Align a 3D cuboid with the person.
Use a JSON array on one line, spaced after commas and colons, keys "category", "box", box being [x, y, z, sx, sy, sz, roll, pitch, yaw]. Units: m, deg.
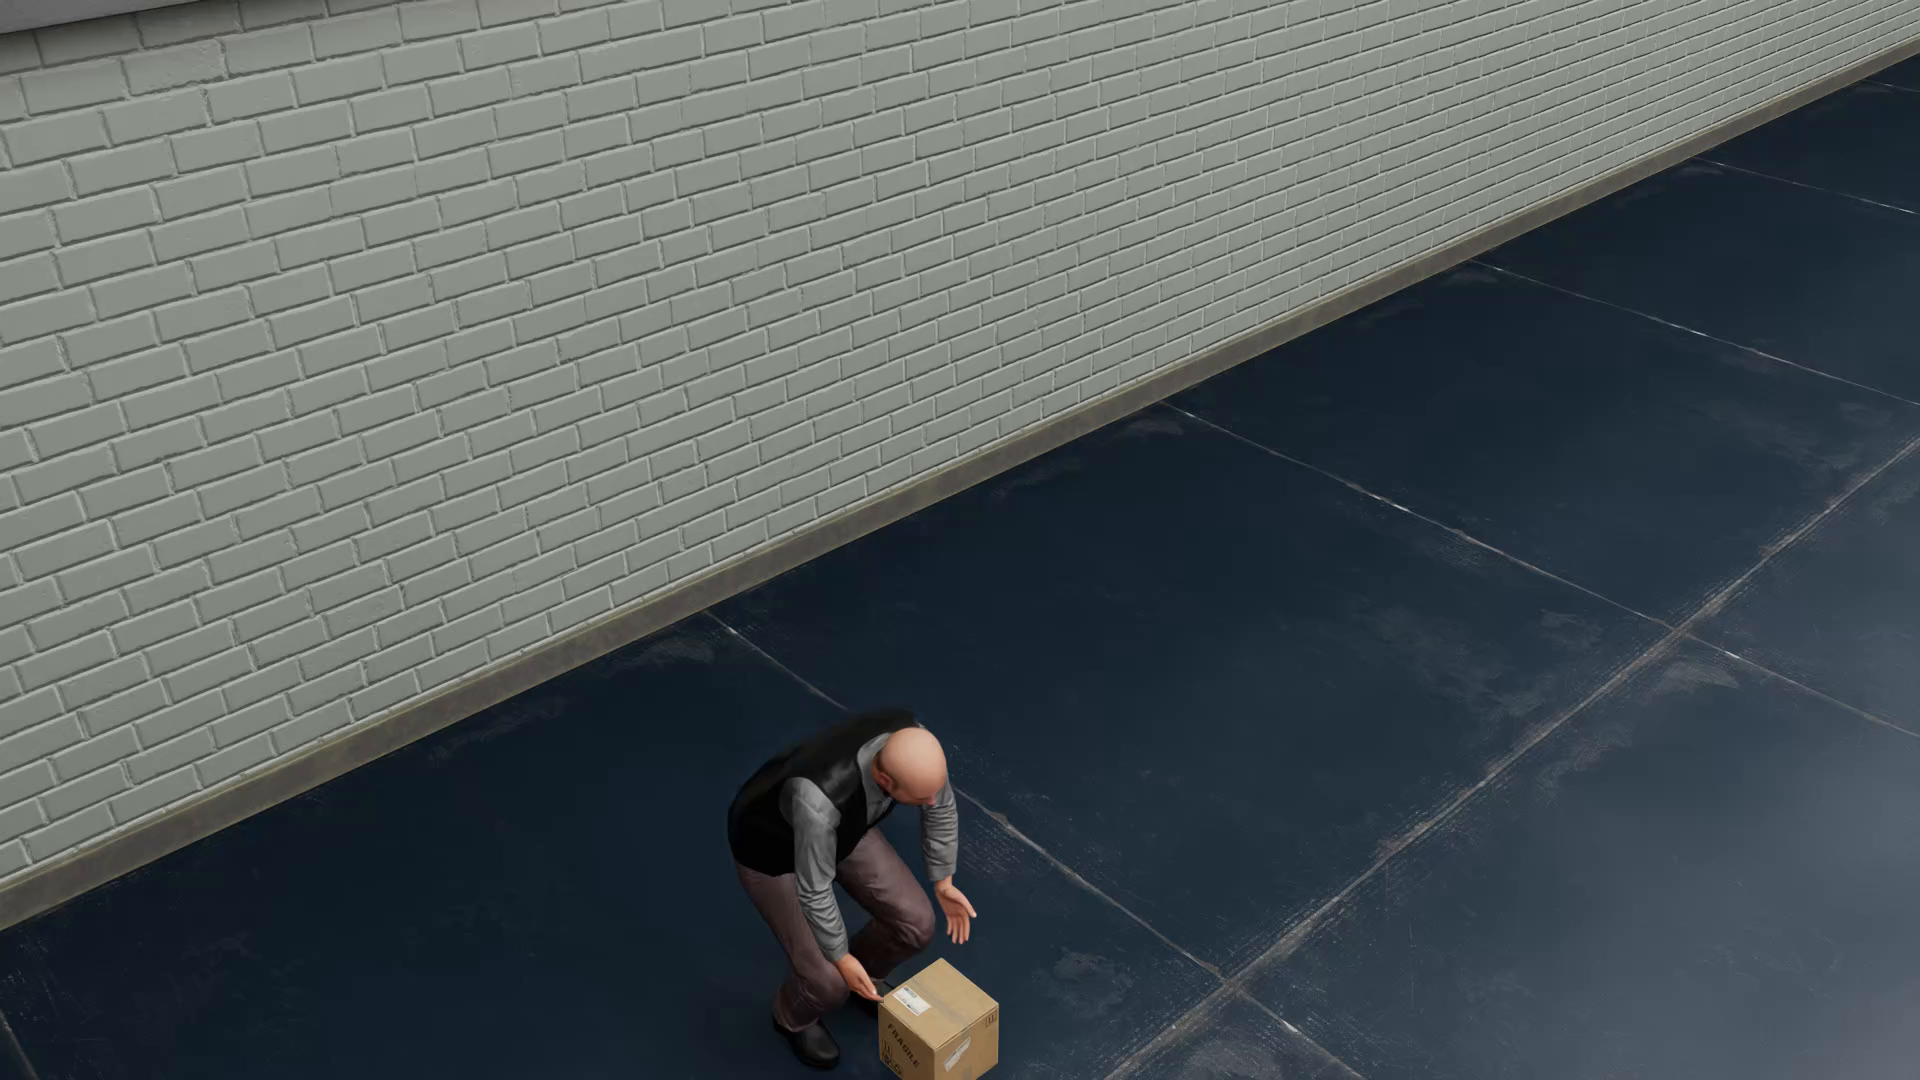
[{"category": "person", "box": [-0.321, 0.977, 4.958, 0.590, 1.318, 0.754, -26, 40, -35]}]
